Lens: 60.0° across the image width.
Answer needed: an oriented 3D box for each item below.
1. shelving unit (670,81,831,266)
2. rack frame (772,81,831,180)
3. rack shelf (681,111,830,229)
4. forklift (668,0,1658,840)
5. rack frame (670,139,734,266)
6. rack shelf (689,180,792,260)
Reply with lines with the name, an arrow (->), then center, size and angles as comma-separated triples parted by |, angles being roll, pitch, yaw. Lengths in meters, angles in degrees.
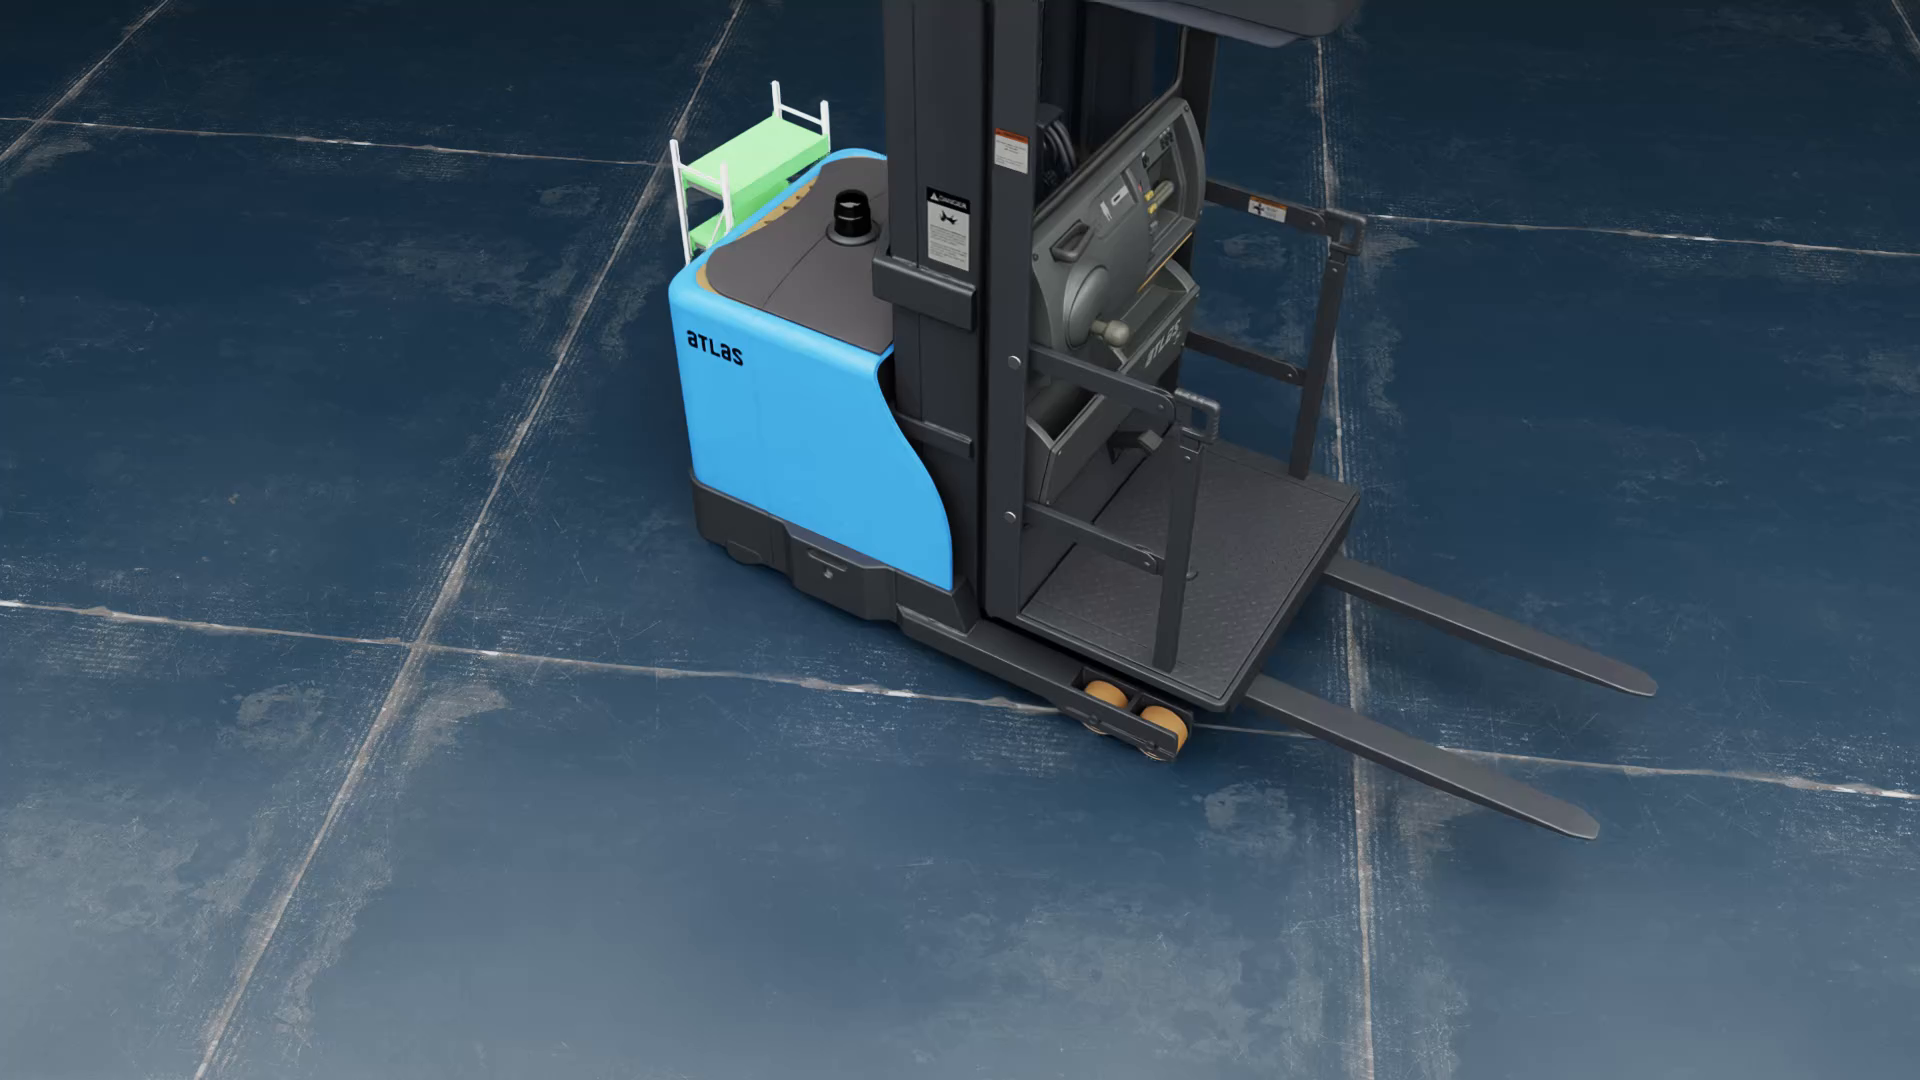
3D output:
shelving unit -> -0.689, -0.938, 5.868 | 0.258, 1.200, 0.503 | 28, 50, 26
rack frame -> -0.540, -1.071, 6.009 | 0.240, 1.200, 0.015 | 28, 50, 26
rack shelf -> -0.689, -1.240, 5.582 | 0.258, 0.148, 0.480 | 28, 50, 26
forklift -> 0.622, -0.818, 4.482 | 3.031, 2.935, 1.130 | 23, 48, 22
rack frame -> -0.837, -0.805, 5.728 | 0.240, 1.200, 0.015 | 28, 50, 26
rack shelf -> -0.689, -1.066, 5.747 | 0.258, 0.148, 0.480 | 28, 50, 26
